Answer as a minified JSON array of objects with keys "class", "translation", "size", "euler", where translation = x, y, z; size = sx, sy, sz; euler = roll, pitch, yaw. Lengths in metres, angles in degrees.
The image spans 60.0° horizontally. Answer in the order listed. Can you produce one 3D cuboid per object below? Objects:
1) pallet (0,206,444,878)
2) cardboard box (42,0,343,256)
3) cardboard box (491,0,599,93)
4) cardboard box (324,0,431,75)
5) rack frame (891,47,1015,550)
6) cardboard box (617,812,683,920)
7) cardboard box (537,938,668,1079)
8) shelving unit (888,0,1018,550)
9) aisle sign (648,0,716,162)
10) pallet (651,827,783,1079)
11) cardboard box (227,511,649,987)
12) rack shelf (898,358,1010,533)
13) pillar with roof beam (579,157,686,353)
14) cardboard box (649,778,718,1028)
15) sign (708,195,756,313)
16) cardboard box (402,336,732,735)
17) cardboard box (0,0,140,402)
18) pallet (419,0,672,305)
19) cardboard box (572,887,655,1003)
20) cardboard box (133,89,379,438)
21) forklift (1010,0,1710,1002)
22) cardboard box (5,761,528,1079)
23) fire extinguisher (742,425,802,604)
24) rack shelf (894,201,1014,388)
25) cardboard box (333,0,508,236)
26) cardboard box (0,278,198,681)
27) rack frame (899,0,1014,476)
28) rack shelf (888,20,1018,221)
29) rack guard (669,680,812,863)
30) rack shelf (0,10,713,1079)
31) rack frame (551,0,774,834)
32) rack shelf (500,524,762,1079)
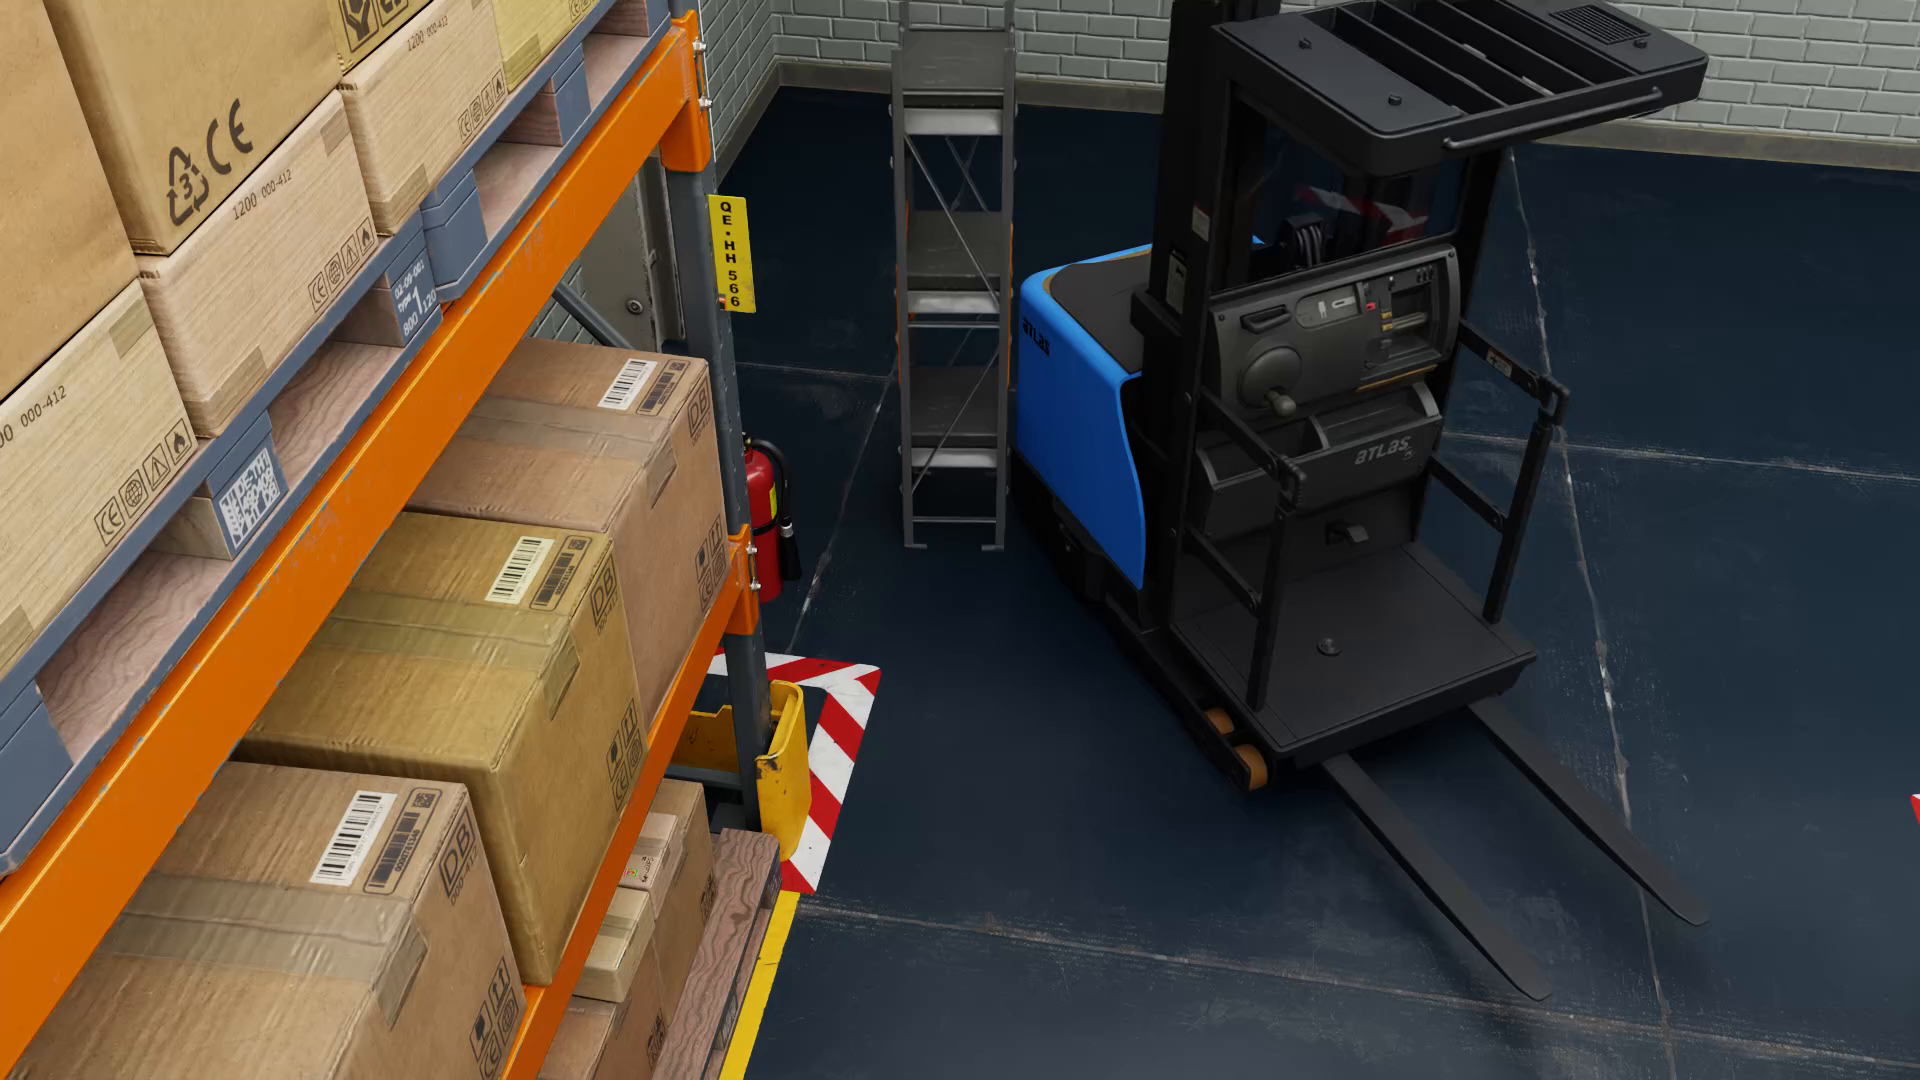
[{"class":"pallet","translation":[-1.432,-0.132,2.271],"size":[1.003,0.211,1.213],"euler":[6,40,8]},{"class":"cardboard box","translation":[-1.143,-0.701,2.011],"size":[0.500,0.500,0.500],"euler":[5,40,6]},{"class":"cardboard box","translation":[-0.971,-1.054,3.026],"size":[0.500,0.250,0.500],"euler":[8,40,9]},{"class":"cardboard box","translation":[-1.061,-1.030,2.408],"size":[0.500,0.500,0.500],"euler":[8,40,9]},{"class":"rack frame","translation":[-0.023,-0.779,6.044],"size":[0.400,2.100,0.015],"euler":[1,40,1]},{"class":"cardboard box","translation":[-0.971,0.858,4.481],"size":[0.380,0.149,0.250],"euler":[6,40,7]},{"class":"cardboard box","translation":[-1.214,1.322,4.430],"size":[0.700,0.500,0.500],"euler":[6,40,8]},{"class":"shelving unit","translation":[-0.017,-0.934,6.232],"size":[0.431,2.100,0.503],"euler":[1,40,1]},{"class":"aisle sign","translation":[-0.797,-1.258,3.878],"size":[0.394,0.787,0.004],"euler":[6,40,8]},{"class":"pallet","translation":[-1.167,1.341,4.963],"size":[1.003,0.211,1.213],"euler":[6,40,8]},{"class":"cardboard box","translation":[-1.299,0.419,3.654],"size":[0.980,0.700,0.700],"euler":[6,40,7]},{"class":"rack shelf","translation":[-0.017,-0.384,6.687],"size":[0.431,0.518,0.480],"euler":[1,40,1]},{"class":"pillar with roof beam","translation":[2.750,-3.872,4.371],"size":[9.100,9.000,0.400],"euler":[6,40,8]},{"class":"cardboard box","translation":[-1.128,1.008,4.809],"size":[0.700,0.500,0.500],"euler":[6,40,8]},{"class":"sign","translation":[-0.573,-0.713,4.164],"size":[0.100,0.325,0.005],"euler":[6,40,8]},{"class":"cardboard box","translation":[-1.184,-0.039,4.207],"size":[0.980,0.700,0.700],"euler":[8,40,10]},{"class":"cardboard box","translation":[-1.235,-0.372,1.613],"size":[0.500,0.500,0.500],"euler":[7,40,8]},{"class":"pallet","translation":[-1.223,-0.899,3.199],"size":[1.003,0.211,1.213],"euler":[6,40,8]},{"class":"cardboard box","translation":[-1.014,1.019,4.287],"size":[0.380,0.149,0.250],"euler":[7,40,9]},{"class":"cardboard box","translation":[-1.145,-0.400,2.236],"size":[0.500,0.250,0.500],"euler":[5,40,6]},{"class":"forklift","translation":[1.305,-0.589,5.162],"size":[1.130,2.935,3.031],"euler":[-17,43,-20]},{"class":"cardboard box","translation":[-1.440,0.897,3.076],"size":[0.980,0.700,0.700],"euler":[5,40,6]},{"class":"fire extinguisher","translation":[-0.625,-0.115,4.888],"size":[0.296,0.674,0.183],"euler":[6,40,8]},{"class":"rack shelf","translation":[-0.017,-0.924,6.241],"size":[0.431,0.518,0.480],"euler":[1,40,1]},{"class":"cardboard box","translation":[-1.060,-0.727,2.631],"size":[0.500,0.250,0.500],"euler":[5,40,6]},{"class":"cardboard box","translation":[-1.235,-0.078,1.846],"size":[0.500,0.250,0.500],"euler":[5,40,6]},{"class":"rack frame","translation":[-0.011,-1.089,6.420],"size":[0.400,2.100,0.015],"euler":[1,40,1]},{"class":"rack shelf","translation":[-0.017,-1.463,5.795],"size":[0.431,0.518,0.480],"euler":[1,40,1]},{"class":"rack guard","translation":[-1.101,0.704,5.506],"size":[1.175,0.500,0.348],"euler":[6,40,8]},{"class":"rack shelf","translation":[-1.451,0.132,2.447],"size":[1.077,0.370,4.000],"euler":[6,40,8]},{"class":"rack frame","translation":[-1.105,-0.244,4.691],"size":[1.000,3.000,0.127],"euler":[6,40,8]},{"class":"rack shelf","translation":[-1.451,1.288,3.403],"size":[1.077,0.370,4.000],"euler":[6,40,8]}]
